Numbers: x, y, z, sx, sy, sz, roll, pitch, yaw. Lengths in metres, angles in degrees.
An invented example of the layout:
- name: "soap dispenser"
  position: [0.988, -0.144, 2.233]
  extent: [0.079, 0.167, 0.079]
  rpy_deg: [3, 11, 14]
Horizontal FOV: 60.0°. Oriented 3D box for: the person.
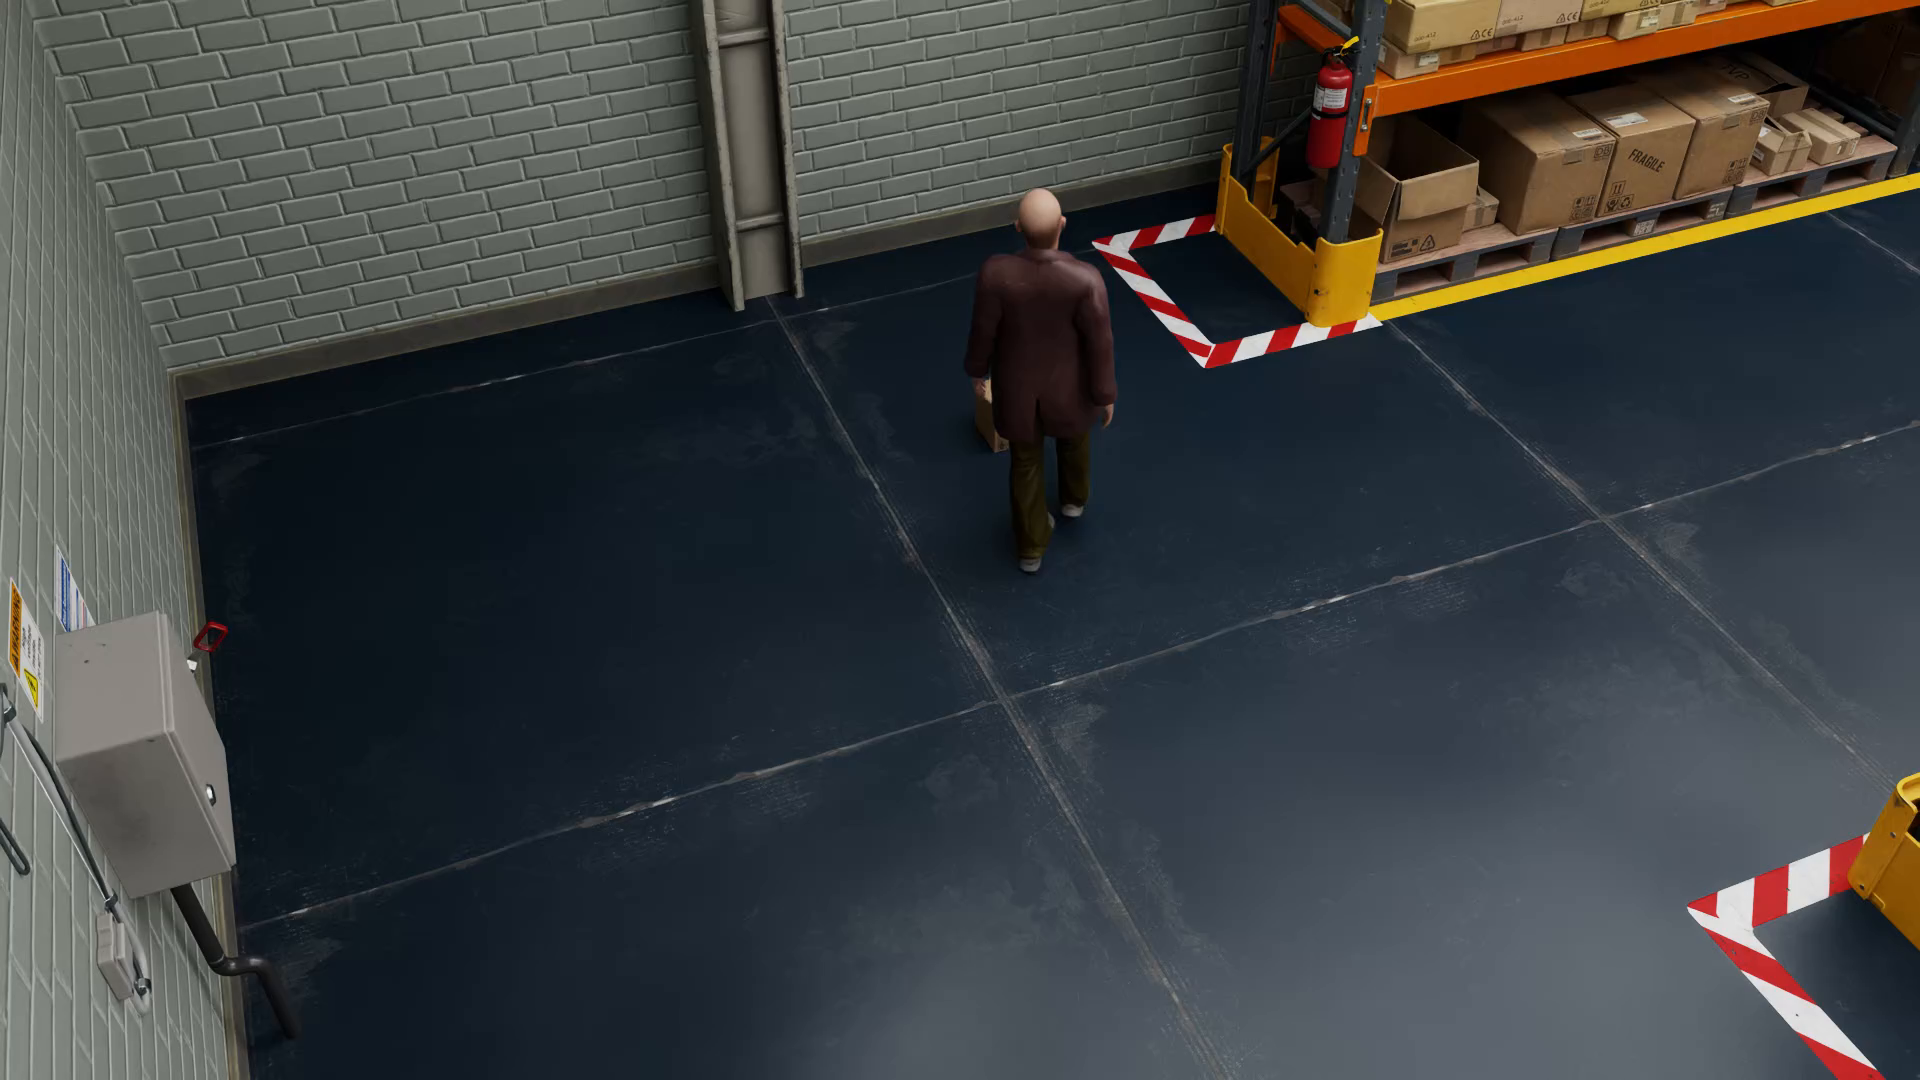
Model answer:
- name: "person"
  position: [0.358, -0.746, 7.032]
  extent: [0.665, 1.783, 0.737]
  rpy_deg: [7, 42, 7]
